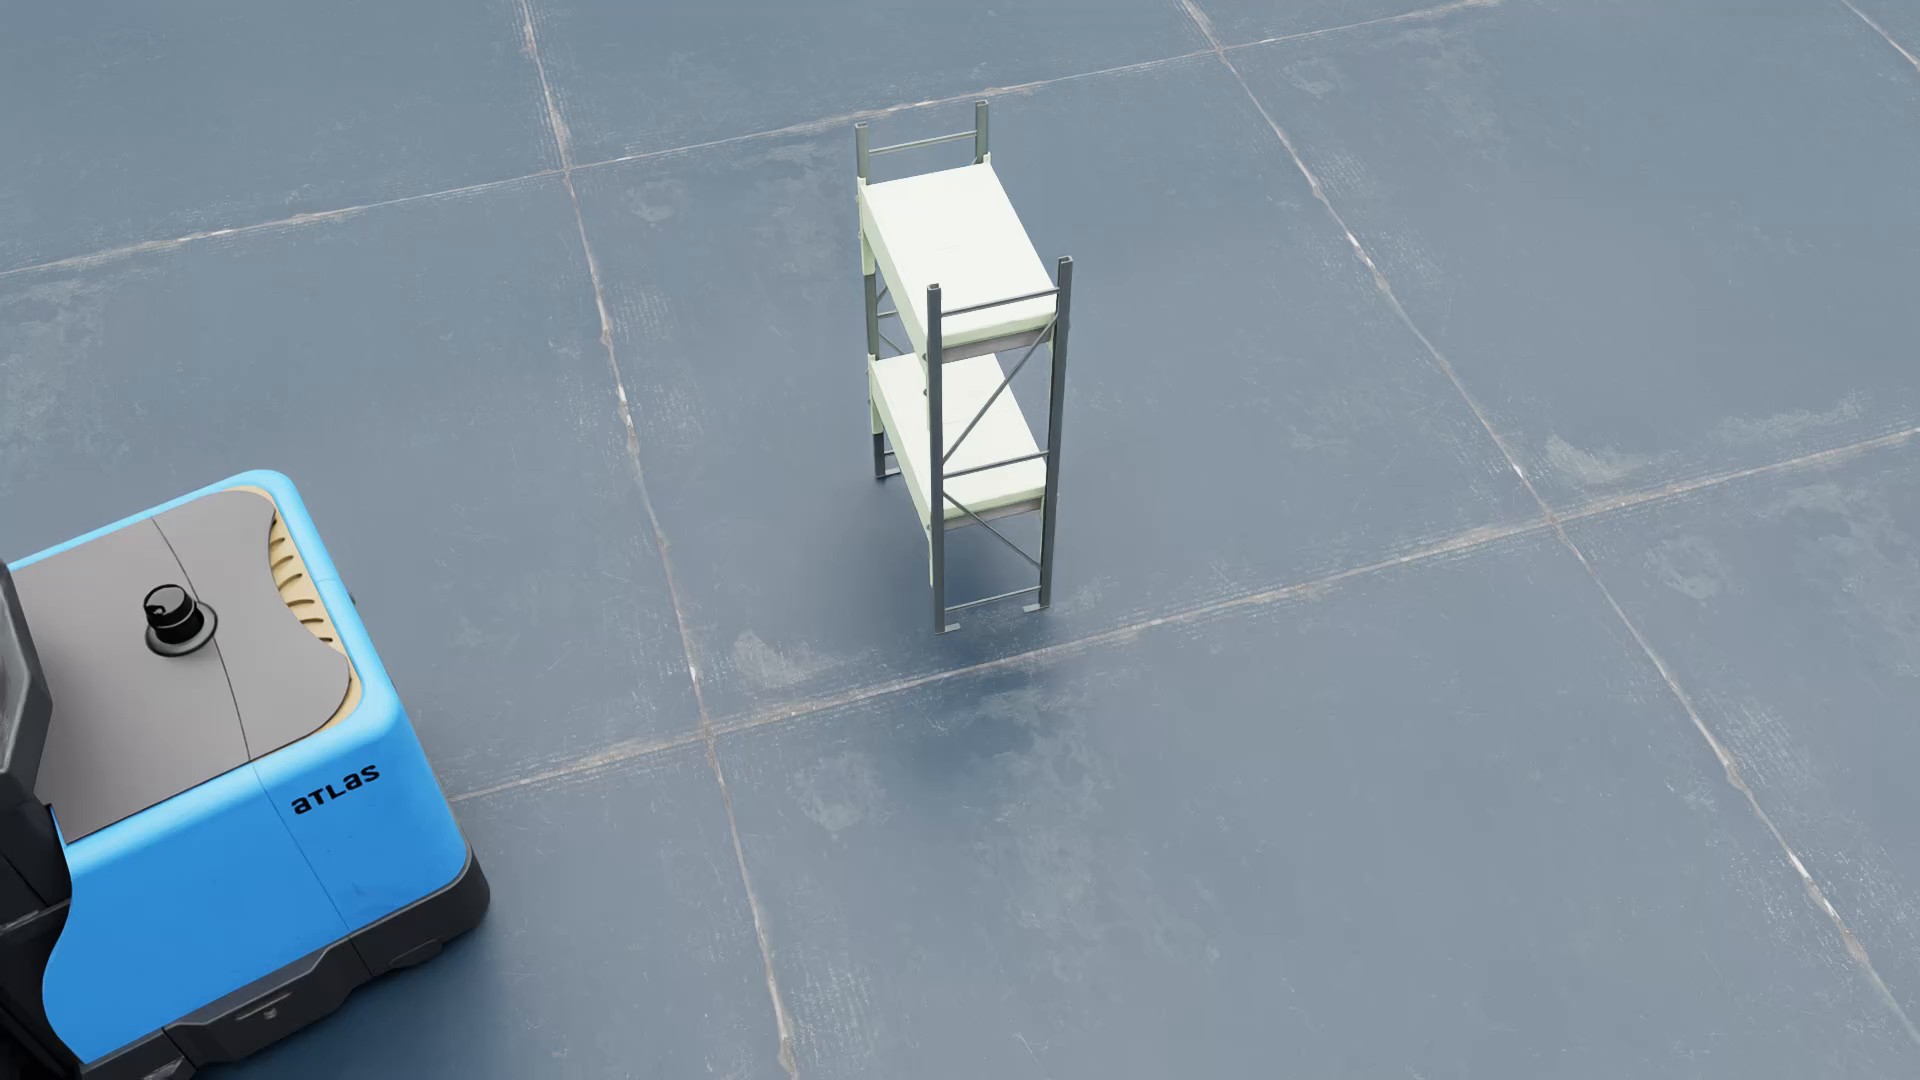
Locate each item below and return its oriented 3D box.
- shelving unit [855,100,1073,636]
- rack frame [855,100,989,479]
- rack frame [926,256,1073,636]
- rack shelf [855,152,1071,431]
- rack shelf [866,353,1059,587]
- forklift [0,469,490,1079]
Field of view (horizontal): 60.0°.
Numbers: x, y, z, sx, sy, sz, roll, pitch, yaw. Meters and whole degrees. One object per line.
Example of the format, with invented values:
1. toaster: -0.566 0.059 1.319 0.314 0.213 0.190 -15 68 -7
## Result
1. shelving unit: -0.002 -0.488 5.181 0.431 1.500 0.755 -13 51 -11
2. rack frame: -0.110 -0.756 5.406 0.400 1.500 0.023 -13 51 -11
3. rack frame: 0.106 -0.221 4.955 0.400 1.500 0.023 -13 51 -11
4. rack shelf: -0.002 -0.740 4.882 0.431 0.370 0.720 -13 51 -11
5. rack shelf: -0.002 -0.278 5.430 0.431 0.370 0.720 -13 51 -11
6. forklift: -2.874 0.440 3.462 3.031 2.935 1.130 -25 54 -20
